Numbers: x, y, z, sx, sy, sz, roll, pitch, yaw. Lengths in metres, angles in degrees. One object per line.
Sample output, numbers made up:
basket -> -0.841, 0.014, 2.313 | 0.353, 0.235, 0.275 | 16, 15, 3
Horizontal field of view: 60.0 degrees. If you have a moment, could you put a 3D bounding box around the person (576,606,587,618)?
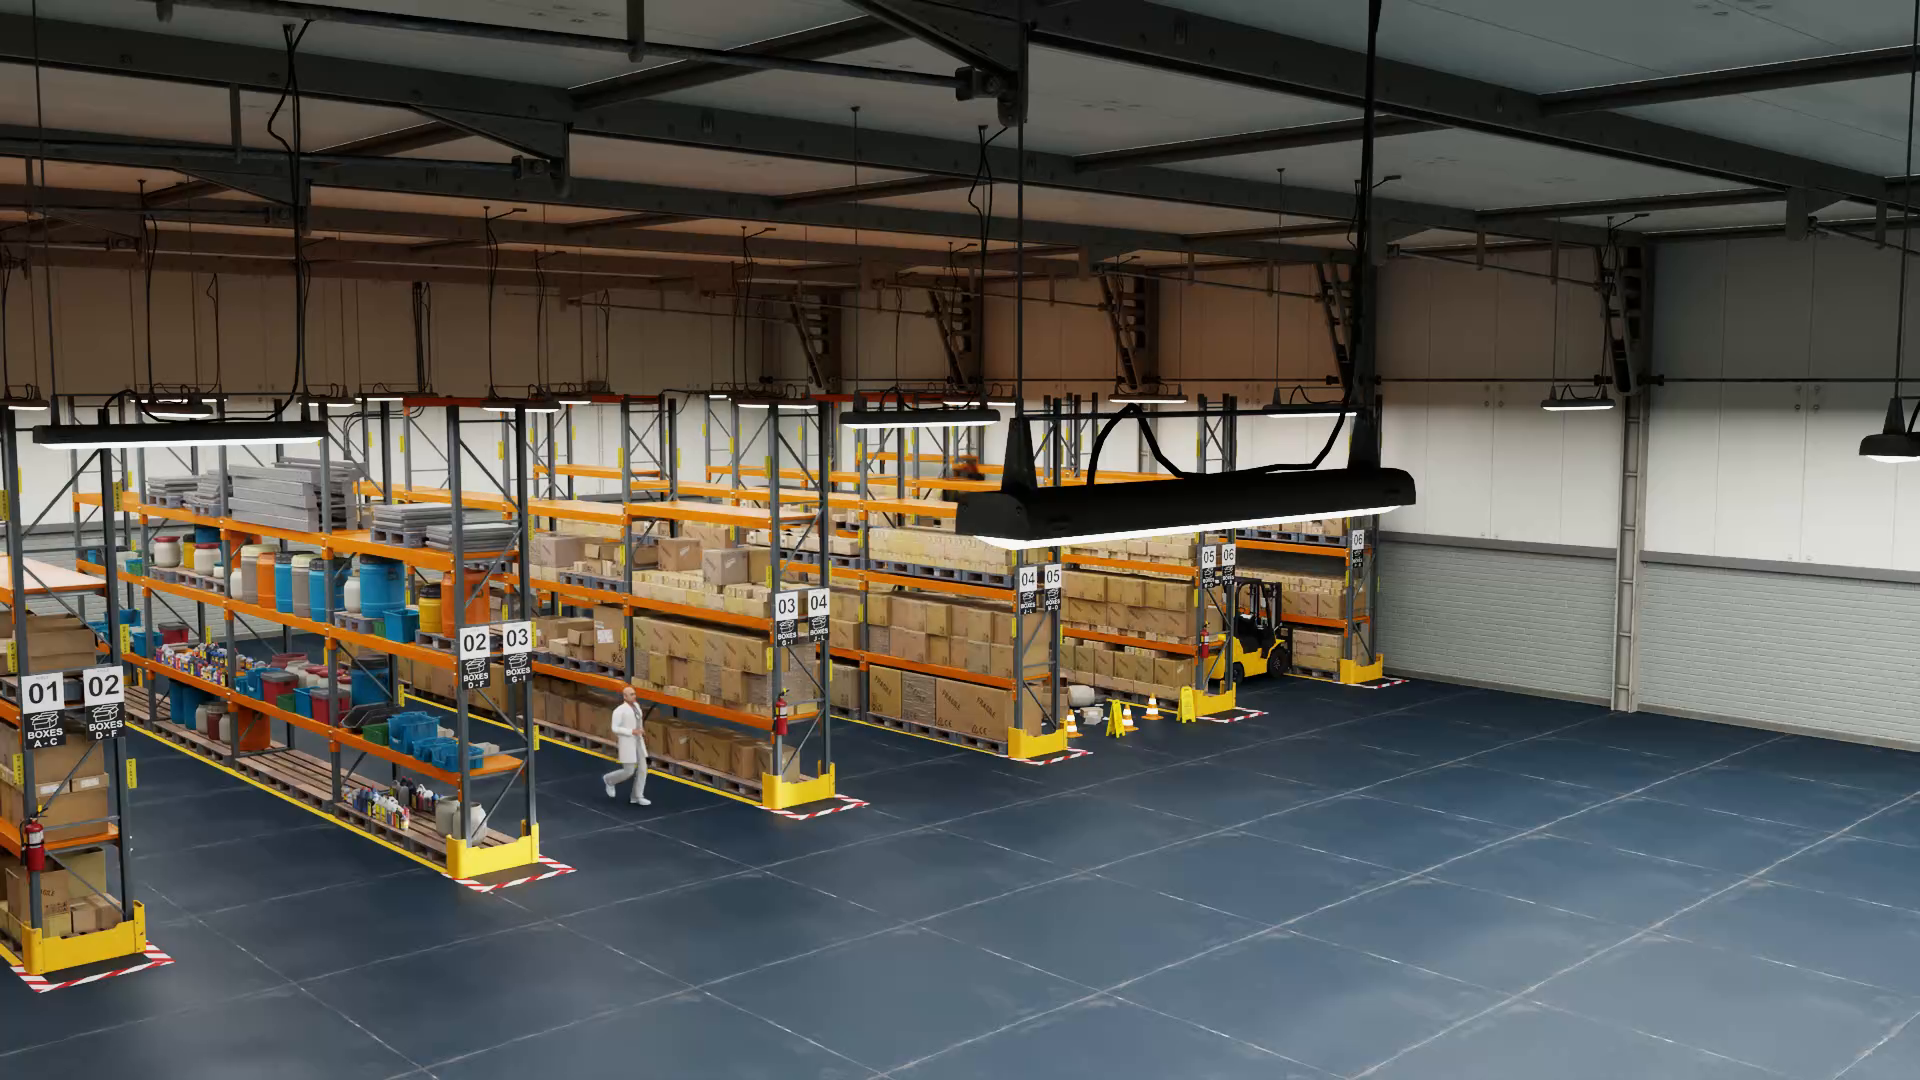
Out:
person -> -9.400, 1.552, 41.332 | 0.609, 1.627, 0.739 | 2, 6, 16

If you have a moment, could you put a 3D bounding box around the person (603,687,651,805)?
person -> -4.952, 3.058, 24.801 | 0.834, 1.746, 0.718 | 3, 6, 29
